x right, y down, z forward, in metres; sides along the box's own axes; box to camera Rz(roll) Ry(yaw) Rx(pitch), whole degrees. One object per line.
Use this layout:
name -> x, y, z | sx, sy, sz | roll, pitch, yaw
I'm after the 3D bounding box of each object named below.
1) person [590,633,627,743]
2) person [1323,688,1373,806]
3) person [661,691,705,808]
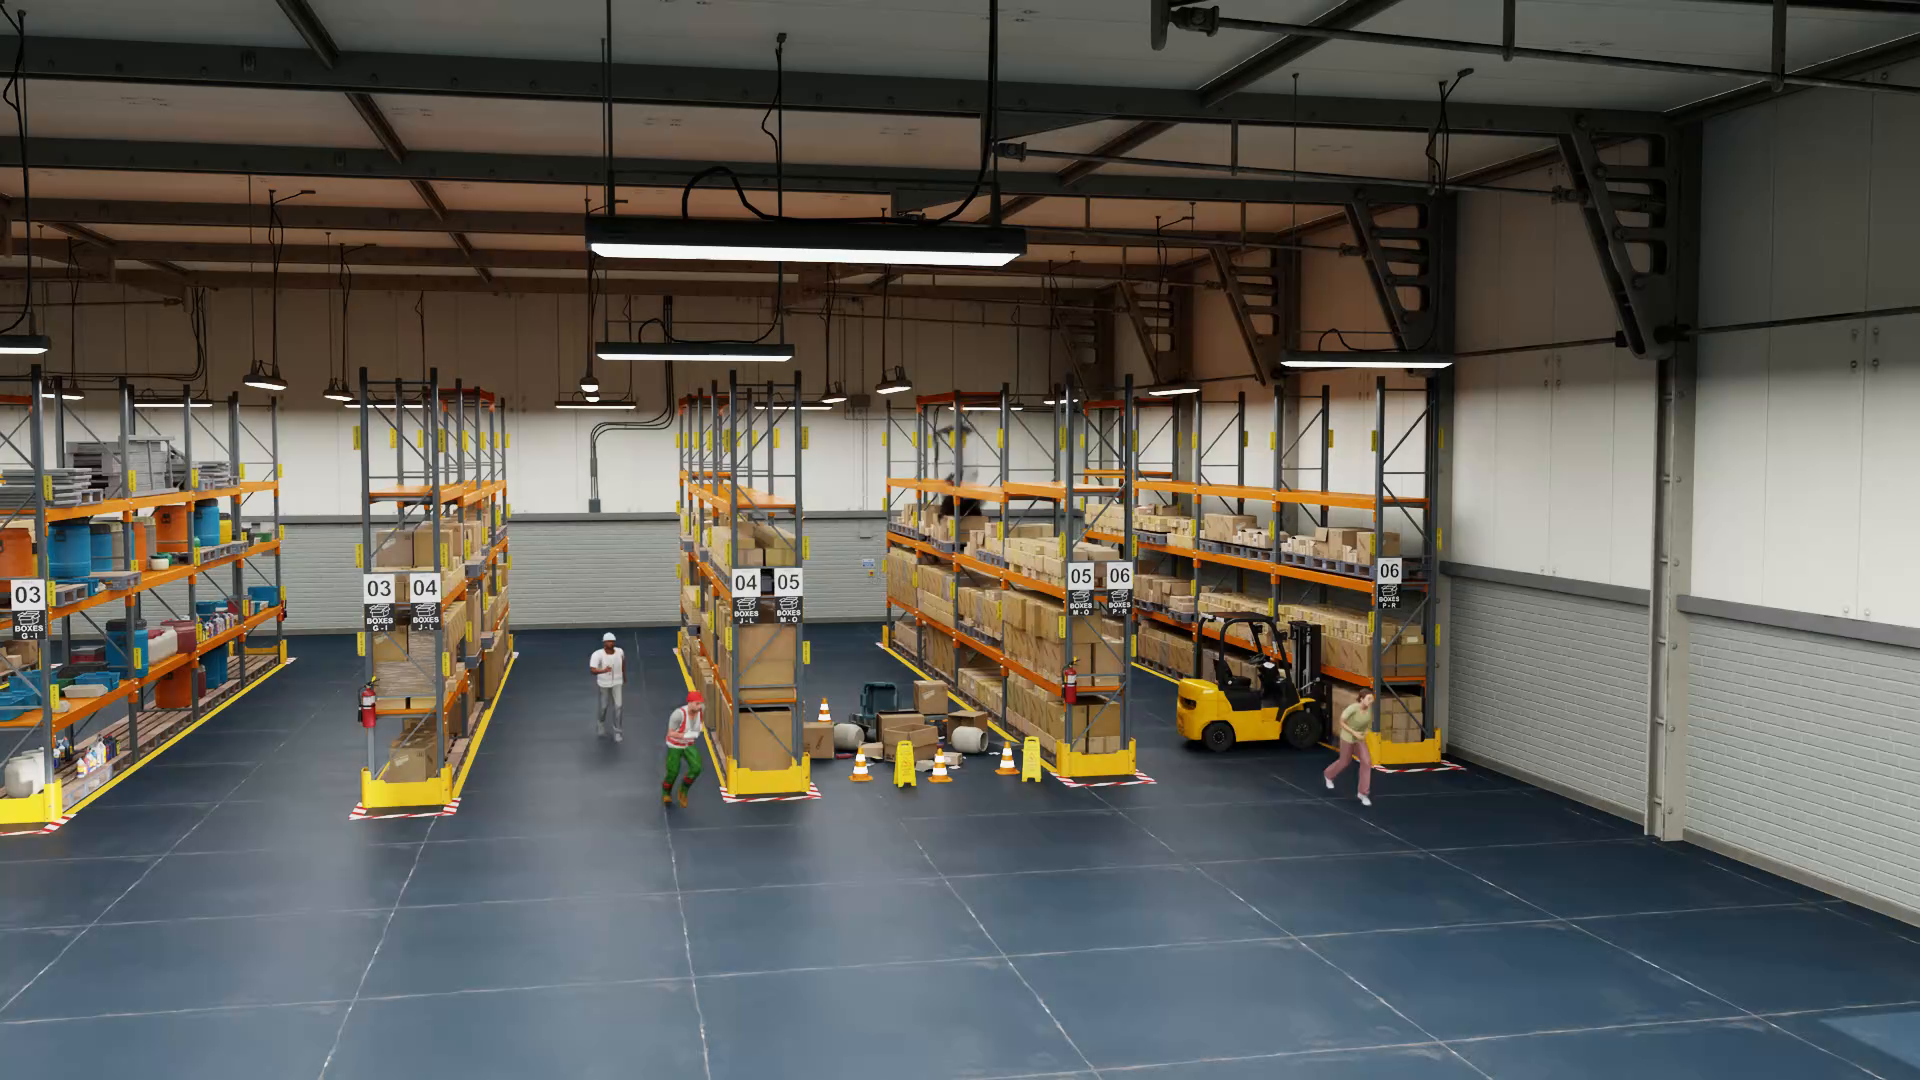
person -> -5.879, 2.443, 27.833 | 0.681, 1.803, 0.897 | -2, 4, -27
person -> 5.449, 2.841, 23.271 | 0.614, 1.618, 1.005 | -2, 4, -31
person -> -3.744, 2.838, 22.654 | 0.702, 1.637, 0.957 | -3, 5, -44
